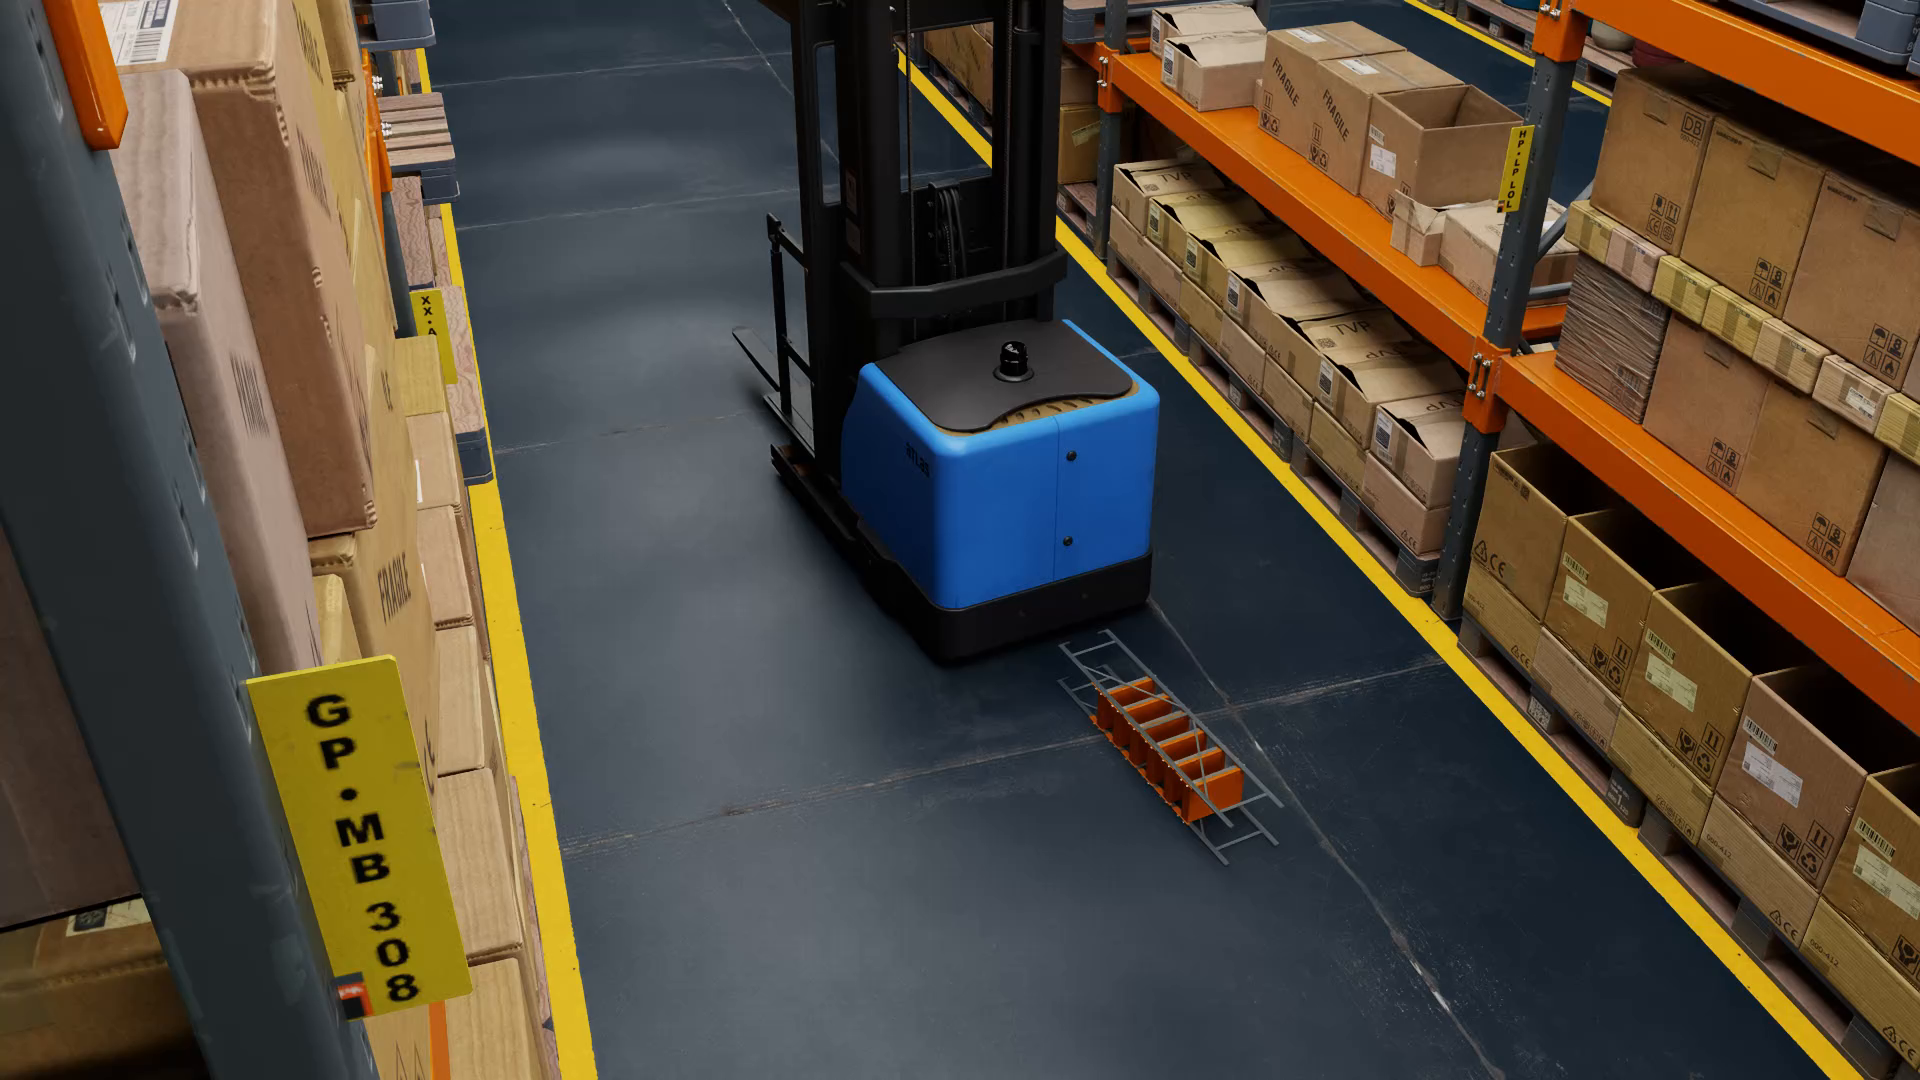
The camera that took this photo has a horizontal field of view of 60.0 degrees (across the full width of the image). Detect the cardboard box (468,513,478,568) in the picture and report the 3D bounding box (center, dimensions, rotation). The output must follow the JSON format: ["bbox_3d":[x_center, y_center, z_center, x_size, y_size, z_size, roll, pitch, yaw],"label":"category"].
[{"bbox_3d":[-1.727,0.080,5.026,0.500,0.250,0.500,-10,35,-15],"label":"cardboard box"}]

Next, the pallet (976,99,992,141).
[{"bbox_3d":[0.776,-2.981,12.070,1.003,0.211,1.213,-10,35,-15],"label":"pallet"}]

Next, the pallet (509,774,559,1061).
[{"bbox_3d":[-1.921,1.338,5.533,1.003,0.211,1.213,-10,35,-15],"label":"pallet"}]

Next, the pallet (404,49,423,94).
[{"bbox_3d":[-4.758,-3.621,13.039,1.003,0.211,1.213,-10,35,-15],"label":"pallet"}]

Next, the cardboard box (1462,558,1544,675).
[{"bbox_3d":[2.409,0.260,6.750,0.500,0.250,0.500,-10,35,-15],"label":"cardboard box"}]

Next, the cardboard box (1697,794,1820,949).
[{"bbox_3d":[2.863,1.048,5.557,0.500,0.250,0.500,-10,35,-15],"label":"cardboard box"}]

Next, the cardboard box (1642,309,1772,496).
[{"bbox_3d":[2.865,-0.541,5.757,0.700,0.500,0.500,-10,35,-15],"label":"cardboard box"}]

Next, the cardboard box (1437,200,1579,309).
[{"bbox_3d":[2.365,-1.195,6.974,0.500,0.250,0.500,-8,34,-12],"label":"cardboard box"}]

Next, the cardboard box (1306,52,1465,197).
[{"bbox_3d":[2.024,-1.994,7.956,0.500,0.500,0.500,-10,35,-15],"label":"cardboard box"}]

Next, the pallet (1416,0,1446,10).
[{"bbox_3d":[4.573,-5.254,15.510,1.003,0.211,1.213,-10,35,-15],"label":"pallet"}]

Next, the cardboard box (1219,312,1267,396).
[{"bbox_3d":[1.691,-1.006,8.664,0.500,0.250,0.500,-9,35,-14],"label":"cardboard box"}]

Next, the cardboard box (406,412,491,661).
[{"bbox_3d":[-1.564,0.027,4.426,0.500,0.500,0.500,-10,35,-15],"label":"cardboard box"}]

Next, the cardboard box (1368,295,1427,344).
[{"bbox_3d":[2.361,-1.063,8.242,0.500,0.311,0.500,-11,35,-16],"label":"cardboard box"}]

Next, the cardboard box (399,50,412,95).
[{"bbox_3d":[-4.004,-2.865,10.934,0.750,0.750,0.750,-9,35,-13],"label":"cardboard box"}]

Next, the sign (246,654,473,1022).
[{"bbox_3d":[-0.423,0.221,1.181,0.100,0.325,0.005,-10,35,-15],"label":"sign"}]

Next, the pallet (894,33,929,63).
[{"bbox_3d":[-0.092,-4.404,14.224,1.003,0.211,1.213,-10,35,-15],"label":"pallet"}]

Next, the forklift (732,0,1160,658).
[{"bbox_3d":[-0.276,-1.531,7.409,1.130,2.935,3.031,-15,36,-22],"label":"forklift"}]

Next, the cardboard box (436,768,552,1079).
[{"bbox_3d":[-1.092,0.835,3.203,0.500,0.500,0.500,-11,35,-16],"label":"cardboard box"}]

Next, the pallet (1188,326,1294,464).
[{"bbox_3d":[1.919,-0.865,8.868,1.003,0.211,1.213,-10,35,-15],"label":"pallet"}]

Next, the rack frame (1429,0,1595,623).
[{"bbox_3d":[2.556,-1.007,6.553,1.000,3.000,0.127,-10,35,-15],"label":"rack frame"}]

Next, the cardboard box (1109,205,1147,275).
[{"bbox_3d":[1.216,-1.811,9.883,0.500,0.250,0.500,-10,35,-15],"label":"cardboard box"}]

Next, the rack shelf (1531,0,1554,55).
[{"bbox_3d":[1.946,-3.008,7.513,1.077,0.370,4.000,-10,35,-15],"label":"rack shelf"}]

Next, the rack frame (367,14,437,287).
[{"bbox_3d":[-3.380,-2.272,8.467,1.000,3.000,0.127,-10,35,-15],"label":"rack frame"}]

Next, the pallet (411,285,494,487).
[{"bbox_3d":[-2.255,-0.518,5.986,1.003,0.211,1.213,-10,35,-15],"label":"pallet"}]

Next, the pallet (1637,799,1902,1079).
[{"bbox_3d":[3.135,1.223,5.708,1.003,0.211,1.213,-10,35,-15],"label":"pallet"}]

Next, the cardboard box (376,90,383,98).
[{"bbox_3d":[-3.260,-2.387,8.852,0.380,0.149,0.250,-11,35,-15],"label":"cardboard box"}]

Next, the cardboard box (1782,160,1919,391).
[{"bbox_3d":[3.005,-0.830,5.018,0.700,0.500,0.500,-10,35,-15],"label":"cardboard box"}]

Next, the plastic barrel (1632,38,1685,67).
[{"bbox_3d":[5.545,-3.954,12.819,0.600,0.588,0.708,-10,35,-15],"label":"plastic barrel"}]

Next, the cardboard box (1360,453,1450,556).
[{"bbox_3d":[2.154,-0.204,7.451,0.500,0.250,0.500,-10,35,-15],"label":"cardboard box"}]

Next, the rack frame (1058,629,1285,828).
[{"bbox_3d":[0.781,0.692,6.361,0.240,0.006,1.200,-16,37,-23],"label":"rack frame"}]

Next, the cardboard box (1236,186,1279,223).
[{"bbox_3d":[1.895,-1.864,9.454,0.500,0.311,0.500,-11,35,-15],"label":"cardboard box"}]

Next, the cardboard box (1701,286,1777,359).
[{"bbox_3d":[2.692,-0.741,5.472,0.380,0.149,0.250,-10,35,-15],"label":"cardboard box"}]

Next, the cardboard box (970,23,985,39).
[{"bbox_3d":[0.337,-3.841,12.029,0.500,0.250,0.500,-10,35,-15],"label":"cardboard box"}]

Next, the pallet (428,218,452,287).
[{"bbox_3d":[-3.549,-1.535,9.882,1.003,0.211,1.213,-10,35,-15],"label":"pallet"}]

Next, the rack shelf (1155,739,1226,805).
[{"bbox_3d":[0.871,0.864,6.266,0.258,0.180,0.103,-16,37,-23],"label":"rack shelf"}]

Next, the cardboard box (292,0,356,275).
[{"bbox_3d":[-1.098,-0.573,2.159,0.500,0.500,0.500,-9,35,-13],"label":"cardboard box"}]

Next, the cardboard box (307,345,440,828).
[{"bbox_3d":[-0.934,0.121,2.016,0.500,0.500,0.500,-8,34,-12],"label":"cardboard box"}]

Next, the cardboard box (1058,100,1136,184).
[{"bbox_3d":[0.827,-2.699,10.982,0.500,0.500,0.500,-9,34,-13],"label":"cardboard box"}]

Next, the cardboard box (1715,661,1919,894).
[{"bbox_3d":[2.859,0.736,5.349,0.500,0.500,0.500,-10,35,-15],"label":"cardboard box"}]

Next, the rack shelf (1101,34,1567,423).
[{"bbox_3d":[1.946,-1.757,8.340,1.077,0.370,4.000,-10,35,-15],"label":"rack shelf"}]

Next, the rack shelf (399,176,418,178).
[{"bbox_3d":[-2.770,-0.922,7.077,1.077,0.370,4.000,-10,35,-15],"label":"rack shelf"}]

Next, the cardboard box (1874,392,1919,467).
[{"bbox_3d":[2.930,-0.333,4.854,0.380,0.149,0.250,-10,35,-15],"label":"cardboard box"}]

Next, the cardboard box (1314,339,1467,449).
[{"bbox_3d":[1.995,-0.705,7.701,0.500,0.311,0.500,-9,35,-13],"label":"cardboard box"}]

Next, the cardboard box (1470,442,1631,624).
[{"bbox_3d":[2.400,-0.052,6.540,0.500,0.500,0.500,-10,35,-15],"label":"cardboard box"}]

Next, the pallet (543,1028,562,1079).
[{"bbox_3d":[-1.546,1.980,4.562,1.003,0.211,1.213,-10,35,-15],"label":"pallet"}]

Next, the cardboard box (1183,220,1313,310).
[{"bbox_3d":[1.538,-1.502,8.907,0.500,0.311,0.500,-11,35,-16],"label":"cardboard box"}]

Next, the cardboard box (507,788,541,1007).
[{"bbox_3d":[-1.260,0.868,3.833,0.500,0.250,0.500,-10,35,-14],"label":"cardboard box"}]

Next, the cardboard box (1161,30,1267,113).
[{"bbox_3d":[1.425,-2.568,8.996,0.500,0.311,0.500,-10,35,-15],"label":"cardboard box"}]

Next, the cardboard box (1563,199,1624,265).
[{"bbox_3d":[2.454,-1.146,6.084,0.380,0.149,0.250,-10,35,-15],"label":"cardboard box"}]

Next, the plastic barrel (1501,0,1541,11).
[{"bbox_3d":[4.984,-5.049,14.193,0.600,0.901,0.708,-10,35,-15],"label":"plastic barrel"}]

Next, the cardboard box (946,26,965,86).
[{"bbox_3d":[0.205,-3.775,12.610,0.500,0.500,0.500,-10,35,-14],"label":"cardboard box"}]

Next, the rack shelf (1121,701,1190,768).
[{"bbox_3d":[0.761,0.747,6.444,0.258,0.180,0.103,-16,37,-23],"label":"rack shelf"}]

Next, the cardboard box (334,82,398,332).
[{"bbox_3d":[-1.423,-0.698,3.255,0.500,0.500,0.500,-11,35,-17],"label":"cardboard box"}]

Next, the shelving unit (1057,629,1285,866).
[{"bbox_3d":[0.781,0.769,6.411,0.258,0.189,1.200,-16,37,-23],"label":"shelving unit"}]
